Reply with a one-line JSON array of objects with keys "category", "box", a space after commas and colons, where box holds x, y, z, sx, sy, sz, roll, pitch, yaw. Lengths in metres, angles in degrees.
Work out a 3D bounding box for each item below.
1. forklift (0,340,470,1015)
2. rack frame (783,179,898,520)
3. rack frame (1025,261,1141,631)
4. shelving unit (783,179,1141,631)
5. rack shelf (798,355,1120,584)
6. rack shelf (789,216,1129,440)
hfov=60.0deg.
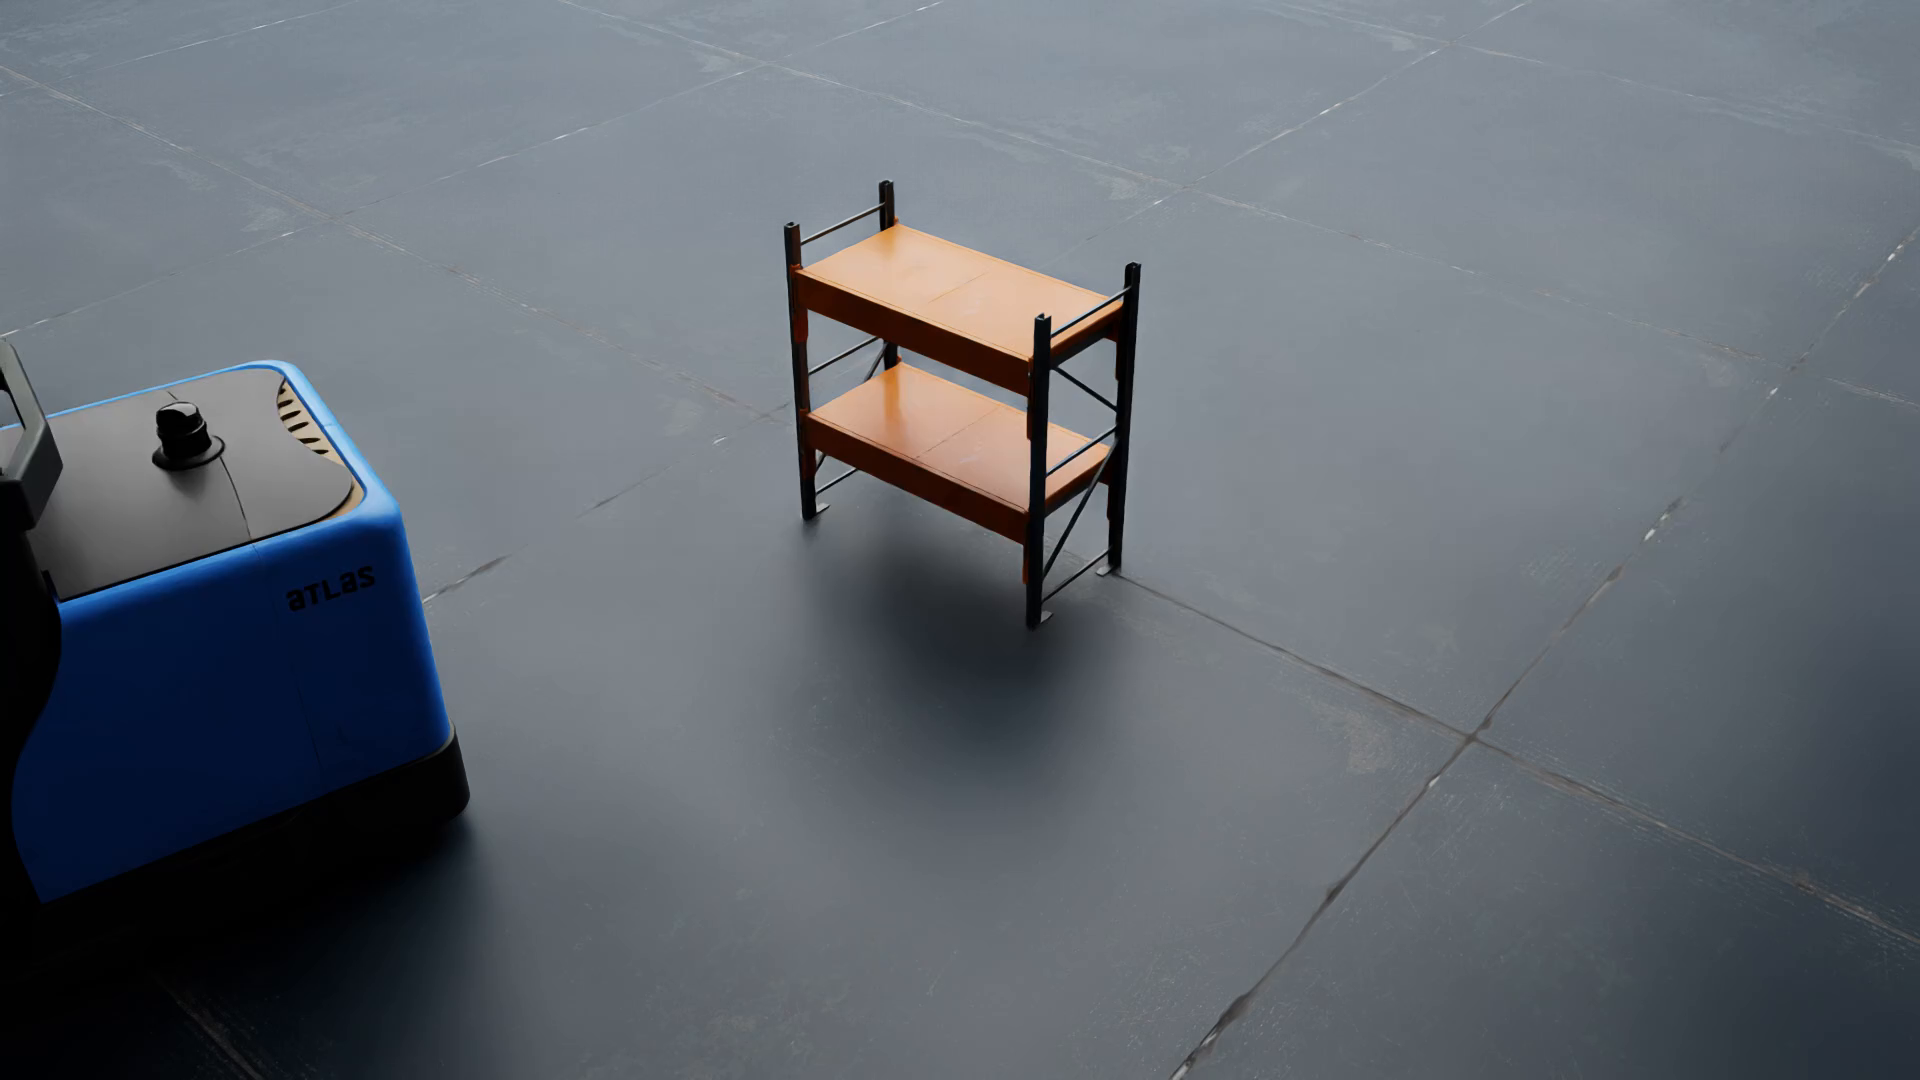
[{"category": "forklift", "box": [-2.883, -0.164, 3.505, 3.031, 2.935, 1.130, -21, 40, -28]}, {"category": "rack frame", "box": [-0.396, -0.650, 5.808, 0.032, 1.125, 0.500, 25, 42, 32]}, {"category": "rack frame", "box": [0.385, -0.282, 5.272, 0.032, 1.125, 0.500, 25, 42, 32]}, {"category": "shelving unit", "box": [-0.005, -0.466, 5.540, 1.048, 1.125, 0.538, 25, 42, 32]}, {"category": "rack shelf", "box": [-0.005, -0.265, 5.678, 1.000, 0.278, 0.538, 25, 42, 32]}, {"category": "rack shelf", "box": [-0.005, -0.707, 5.374, 1.000, 0.278, 0.538, 25, 42, 32]}]
